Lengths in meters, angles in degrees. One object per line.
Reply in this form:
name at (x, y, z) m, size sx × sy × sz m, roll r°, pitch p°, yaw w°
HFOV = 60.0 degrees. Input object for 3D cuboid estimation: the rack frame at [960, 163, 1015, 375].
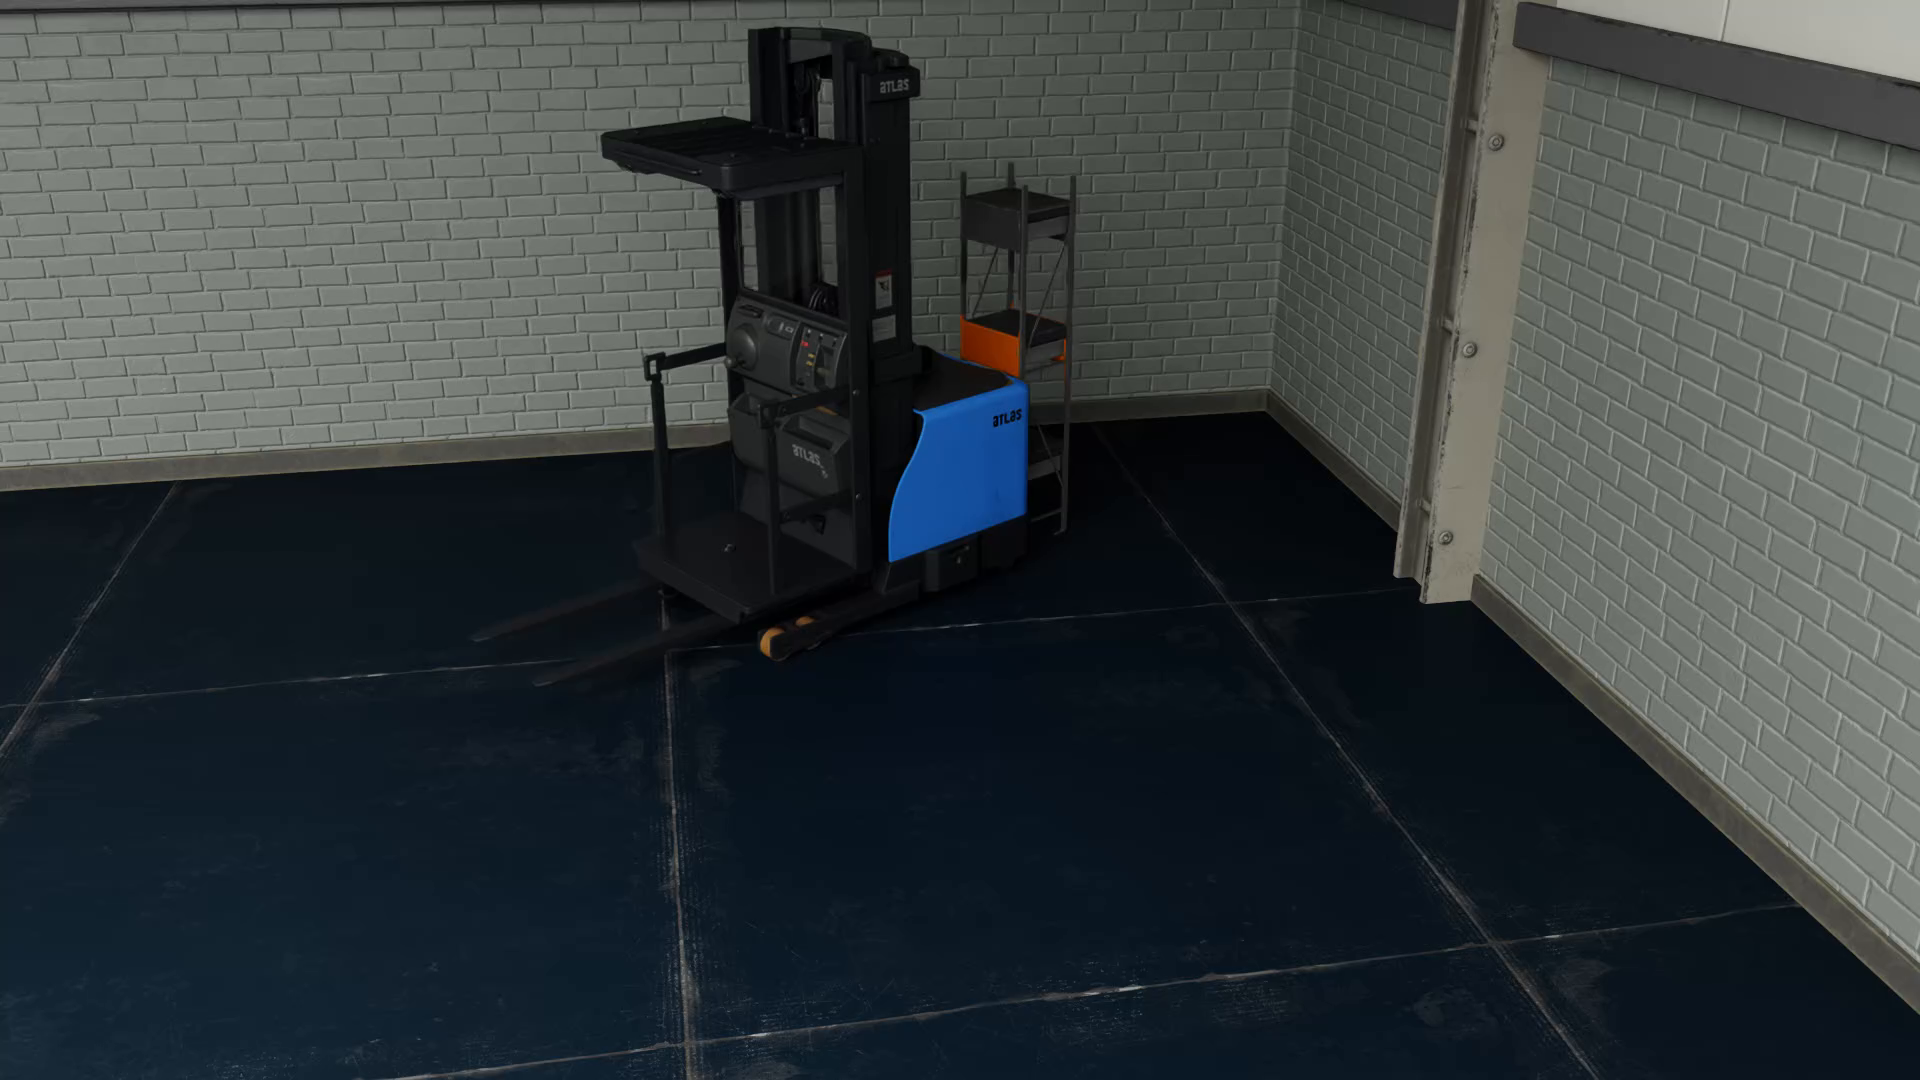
rack frame at (0.154, -1.111, 9.671) m, size 0.400 × 2.100 × 0.015 m, roll -20°, pitch 30°, yaw -38°

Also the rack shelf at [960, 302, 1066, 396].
rack shelf at (0.317, -1.026, 9.510) m, size 0.431 × 0.518 × 0.480 m, roll -20°, pitch 30°, yaw -38°

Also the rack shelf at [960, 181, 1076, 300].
rack shelf at (0.317, -1.668, 9.230) m, size 0.431 × 0.518 × 0.480 m, roll -20°, pitch 30°, yaw -38°

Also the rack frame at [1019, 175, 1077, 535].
rack frame at (0.480, -0.966, 9.338) m, size 0.400 × 2.100 × 0.015 m, roll -20°, pitch 30°, yaw -38°

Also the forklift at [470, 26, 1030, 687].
forklift at (-1.041, -0.970, 8.309) m, size 3.031 × 2.935 × 1.130 m, roll -20°, pitch 30°, yaw -38°

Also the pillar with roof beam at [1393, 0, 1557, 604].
pillar with roof beam at (-1.619, -3.550, 6.635) m, size 9.100 × 9.000 × 0.400 m, roll -4°, pitch 24°, yaw -10°

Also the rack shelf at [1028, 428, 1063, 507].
rack shelf at (0.317, -0.385, 9.790) m, size 0.431 × 0.518 × 0.480 m, roll -20°, pitch 30°, yaw -38°

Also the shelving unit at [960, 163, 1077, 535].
shelving unit at (0.317, -1.039, 9.505) m, size 0.431 × 2.100 × 0.503 m, roll -20°, pitch 30°, yaw -38°
